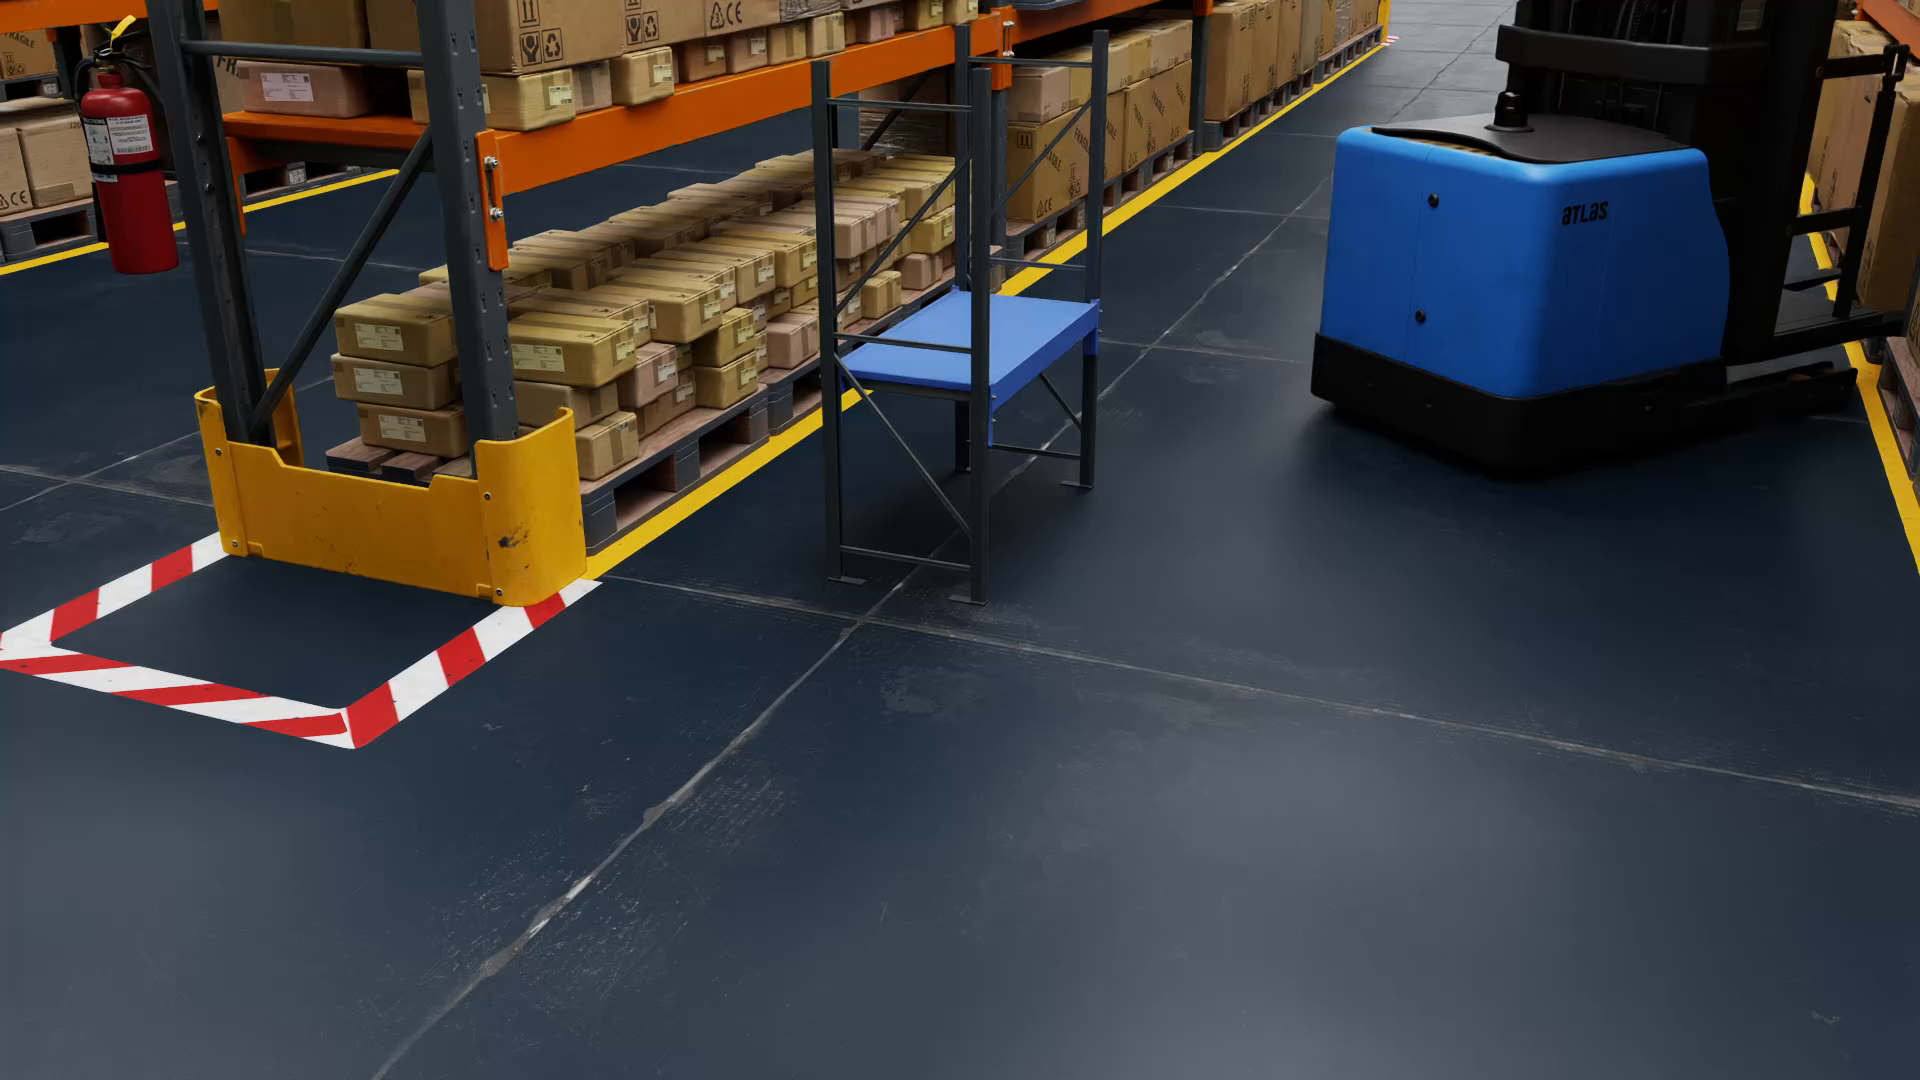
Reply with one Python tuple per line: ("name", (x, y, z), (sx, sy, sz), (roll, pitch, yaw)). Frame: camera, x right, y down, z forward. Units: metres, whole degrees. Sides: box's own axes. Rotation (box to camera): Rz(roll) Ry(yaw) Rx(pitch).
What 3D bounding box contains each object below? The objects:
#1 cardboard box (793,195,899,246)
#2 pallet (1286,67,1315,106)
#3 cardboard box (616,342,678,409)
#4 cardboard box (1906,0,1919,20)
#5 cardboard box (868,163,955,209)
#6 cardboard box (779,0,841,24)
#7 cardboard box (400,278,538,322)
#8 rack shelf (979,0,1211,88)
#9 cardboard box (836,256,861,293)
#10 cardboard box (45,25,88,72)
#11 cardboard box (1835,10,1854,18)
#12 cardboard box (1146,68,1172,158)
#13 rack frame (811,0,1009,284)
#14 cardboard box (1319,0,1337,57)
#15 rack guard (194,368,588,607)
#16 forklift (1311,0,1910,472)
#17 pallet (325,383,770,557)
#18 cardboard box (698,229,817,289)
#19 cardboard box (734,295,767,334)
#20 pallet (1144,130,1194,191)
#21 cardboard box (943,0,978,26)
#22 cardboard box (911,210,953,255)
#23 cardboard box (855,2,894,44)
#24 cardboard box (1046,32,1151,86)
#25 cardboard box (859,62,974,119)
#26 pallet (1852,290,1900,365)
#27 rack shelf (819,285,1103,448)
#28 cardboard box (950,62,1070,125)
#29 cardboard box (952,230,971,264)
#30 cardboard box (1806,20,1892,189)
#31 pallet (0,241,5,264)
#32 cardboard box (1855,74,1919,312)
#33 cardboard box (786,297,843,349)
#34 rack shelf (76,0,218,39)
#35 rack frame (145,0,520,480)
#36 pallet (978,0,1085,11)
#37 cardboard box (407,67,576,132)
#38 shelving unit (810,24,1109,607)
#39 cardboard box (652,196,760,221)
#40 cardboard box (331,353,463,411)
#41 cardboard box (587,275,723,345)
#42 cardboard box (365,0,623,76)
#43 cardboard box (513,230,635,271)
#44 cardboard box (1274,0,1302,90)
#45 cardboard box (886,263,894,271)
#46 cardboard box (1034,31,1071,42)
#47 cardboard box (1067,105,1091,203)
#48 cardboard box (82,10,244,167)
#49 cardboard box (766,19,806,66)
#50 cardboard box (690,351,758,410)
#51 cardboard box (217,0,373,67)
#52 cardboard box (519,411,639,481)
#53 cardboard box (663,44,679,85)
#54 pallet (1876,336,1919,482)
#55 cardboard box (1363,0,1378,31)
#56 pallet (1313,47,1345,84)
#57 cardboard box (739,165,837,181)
("cardboard box", (-0.474, -1.341, 6.951), (0.380, 0.149, 0.250), (8, 24, 17))
("pallet", (2.499, -4.021, 14.602), (1.003, 0.211, 1.213), (9, 24, 20))
("cardboard box", (-1.155, -0.557, 5.459), (0.380, 0.149, 0.250), (9, 24, 20))
("cardboard box", (4.609, -2.602, 7.458), (0.500, 0.500, 0.500), (8, 24, 19))
("cardboard box", (-0.205, -1.623, 7.625), (0.380, 0.149, 0.250), (9, 24, 21))
("cardboard box", (-0.766, -2.157, 6.006), (0.500, 0.500, 0.500), (8, 24, 19))
("cardboard box", (-1.634, -0.761, 5.561), (0.380, 0.149, 0.250), (9, 24, 21))
("rack shelf", (0.486, -3.115, 9.750), (1.077, 0.370, 4.000), (9, 24, 20))
("cardboard box", (-0.629, -1.129, 6.830), (0.380, 0.149, 0.250), (8, 24, 18))
("cardboard box", (-7.971, -4.403, 14.598), (0.500, 0.500, 0.500), (10, 24, 22))
("cardboard box", (7.674, -4.232, 14.188), (0.500, 0.500, 0.500), (18, 29, 37))
("cardboard box", (1.031, -2.745, 10.629), (0.500, 0.500, 0.500), (10, 25, 22))
("rack frame", (-0.256, -2.732, 7.898), (1.000, 3.000, 0.127), (9, 24, 20))
("cardboard box", (3.014, -5.023, 15.595), (0.875, 0.875, 0.875), (9, 24, 21))
("rack guard", (-1.714, -0.174, 5.018), (1.175, 0.500, 0.348), (9, 24, 20))
("forklift", (2.891, -1.987, 6.204), (3.031, 2.935, 1.130), (-13, 26, -28))
("pallet", (-1.379, -0.326, 5.758), (1.003, 0.211, 1.213), (9, 24, 20))
("cardboard box", (-0.762, -1.066, 6.292), (0.380, 0.149, 0.250), (9, 24, 21))
("cardboard box", (-0.940, -0.842, 6.141), (0.380, 0.149, 0.250), (8, 24, 18))
("pallet", (0.938, -2.597, 11.193), (1.003, 0.211, 1.213), (9, 24, 20))
("cardboard box", (-0.140, -2.372, 7.364), (0.380, 0.149, 0.250), (8, 24, 19))
("cardboard box", (-0.250, -1.392, 7.459), (0.380, 0.149, 0.250), (8, 24, 18))
("cardboard box", (-0.486, -2.095, 6.700), (0.380, 0.149, 0.250), (8, 24, 18))
("cardboard box", (0.838, -2.905, 10.039), (0.500, 0.250, 0.500), (9, 24, 21))
("cardboard box", (-0.215, -2.421, 8.879), (0.500, 0.250, 0.500), (8, 24, 19))
("pallet", (4.528, -0.986, 7.336), (1.003, 0.211, 1.213), (9, 24, 20))
("rack shelf", (0.032, -0.557, 5.103), (0.538, 0.185, 1.000), (9, 24, 20))
("cardboard box", (0.263, -2.345, 8.697), (0.500, 0.250, 0.500), (8, 24, 18))
("cardboard box", (-0.086, -1.421, 7.914), (0.380, 0.149, 0.250), (9, 24, 21))
("cardboard box", (5.521, -2.386, 9.283), (1.225, 0.875, 0.875), (8, 24, 18))
("pallet", (-5.697, -1.419, 8.372), (1.003, 0.211, 1.213), (9, 24, 20))
("cardboard box", (4.530, -1.431, 6.995), (1.225, 0.875, 0.875), (9, 24, 20))
("cardboard box", (-0.688, -0.876, 6.609), (0.380, 0.149, 0.250), (9, 24, 20))
("rack shelf", (-4.147, -3.788, 11.360), (1.077, 0.370, 4.000), (9, 24, 20))
("rack frame", (-1.742, -1.300, 4.471), (1.000, 3.000, 0.127), (9, 24, 20))
("pallet", (0.163, -2.896, 8.540), (1.003, 0.211, 1.213), (9, 24, 20))
("cardboard box", (-1.318, -1.253, 4.685), (0.380, 0.149, 0.250), (9, 24, 20))
("shelving unit", (0.032, -0.723, 5.034), (0.538, 1.500, 1.048), (9, 24, 20))
("cardboard box", (-1.053, -1.318, 6.896), (0.380, 0.149, 0.250), (8, 24, 18))
("cardboard box", (-1.811, -0.546, 5.432), (0.380, 0.149, 0.250), (8, 24, 19))
("cardboard box", (-1.029, -0.780, 5.607), (0.380, 0.149, 0.250), (9, 24, 20))
("cardboard box", (-1.319, -1.605, 4.685), (0.500, 0.500, 0.500), (10, 25, 23))
("cardboard box", (-1.453, -1.059, 6.276), (0.380, 0.149, 0.250), (10, 25, 22))
("cardboard box", (2.206, -4.171, 13.717), (1.050, 0.750, 0.750), (9, 24, 20))
("cardboard box", (-0.509, -1.159, 7.287), (0.380, 0.149, 0.250), (8, 24, 19))
("cardboard box", (0.364, -2.981, 10.220), (0.500, 0.250, 0.500), (9, 24, 20))
("cardboard box", (0.459, -2.188, 9.295), (0.500, 0.500, 0.500), (10, 25, 22))
("cardboard box", (-4.734, -2.851, 10.395), (0.875, 0.875, 0.875), (10, 25, 22))
("cardboard box", (-0.785, -1.819, 6.039), (0.380, 0.149, 0.250), (10, 25, 22))
("cardboard box", (-0.947, -0.591, 5.928), (0.380, 0.149, 0.250), (9, 24, 21))
("cardboard box", (-1.814, -1.681, 4.868), (0.500, 0.500, 0.500), (9, 24, 21))
("cardboard box", (-1.250, -0.320, 5.279), (0.380, 0.149, 0.250), (9, 24, 21))
("cardboard box", (-1.143, -1.551, 5.398), (0.380, 0.149, 0.250), (10, 25, 23))
("pallet", (3.956, -0.438, 6.024), (1.003, 0.211, 1.213), (9, 24, 20))
("cardboard box", (4.010, -5.987, 17.904), (0.875, 0.875, 0.875), (9, 24, 20))
("pallet", (3.070, -4.569, 15.914), (1.003, 0.211, 1.213), (9, 24, 20))
("cardboard box", (-0.782, -1.603, 7.579), (0.380, 0.149, 0.250), (8, 24, 19))
